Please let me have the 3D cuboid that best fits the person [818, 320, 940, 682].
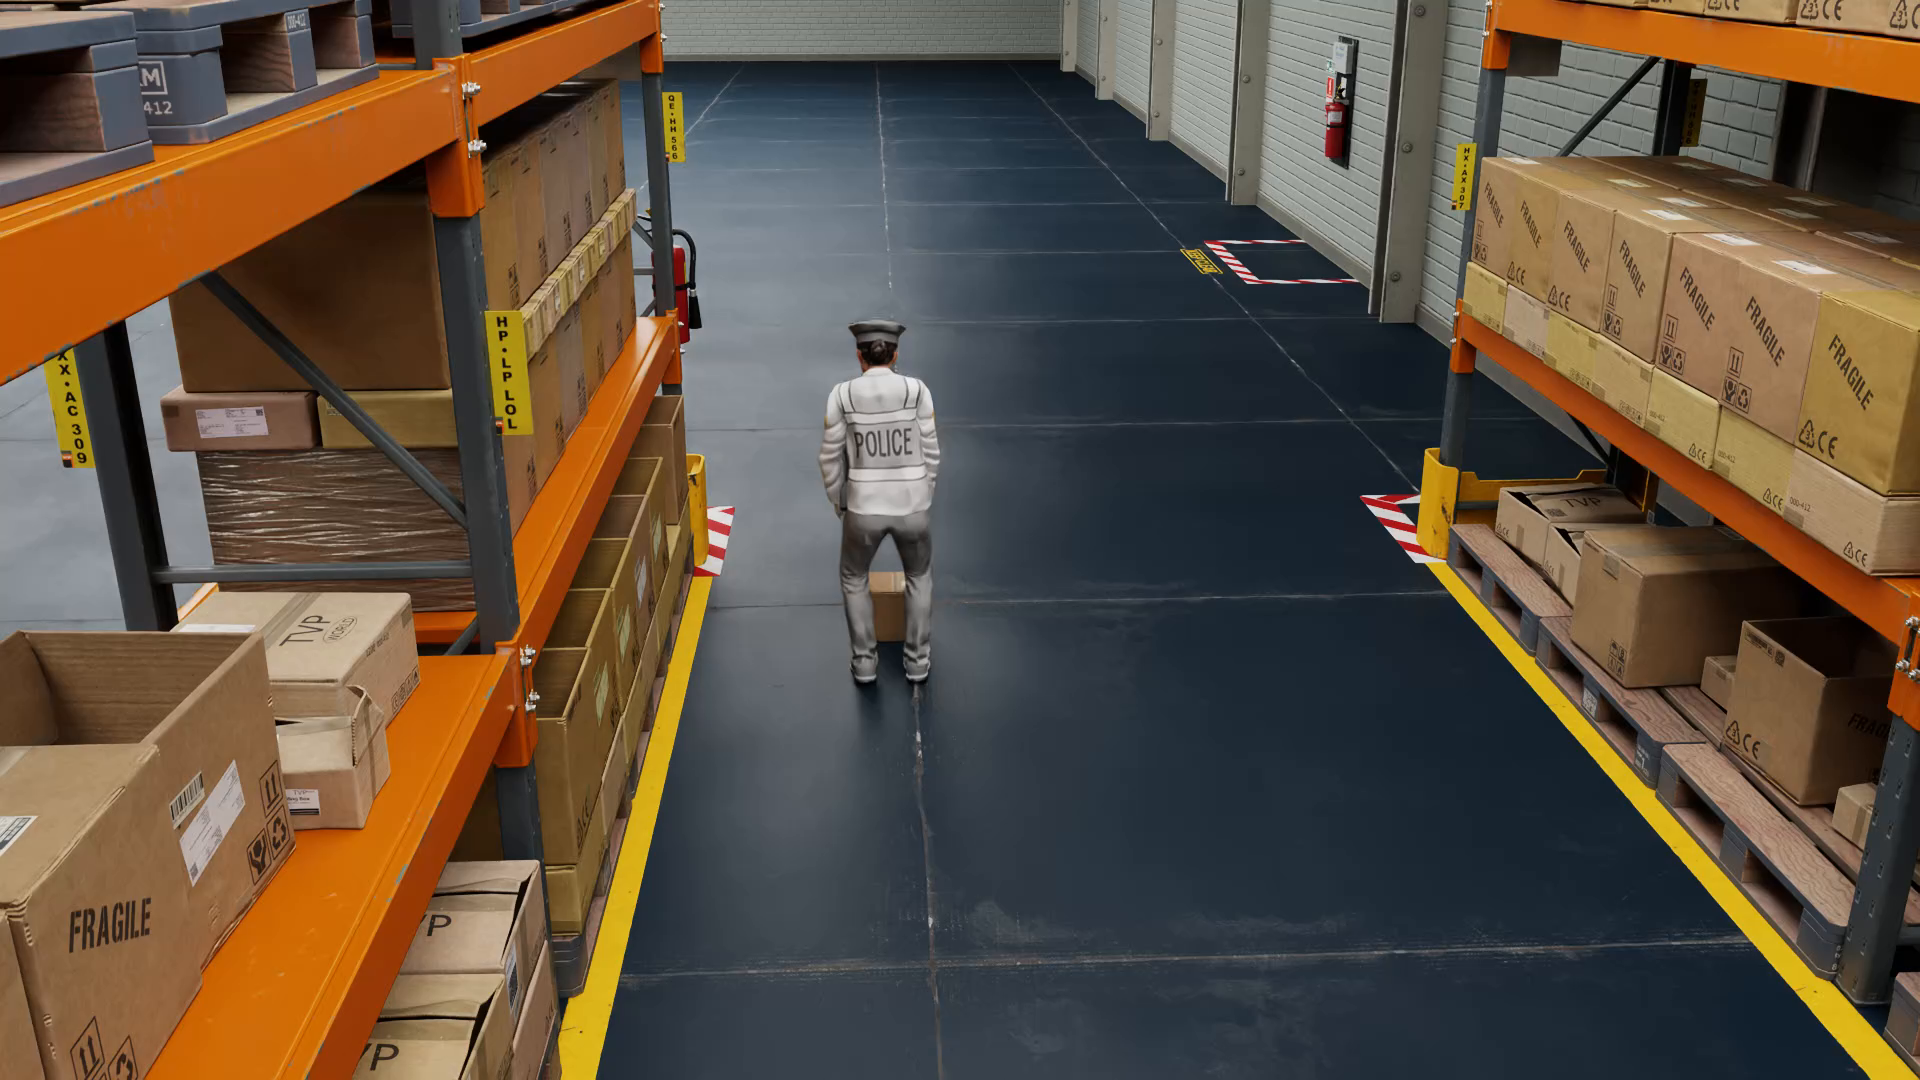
[{"bbox_3d":[-0.341,-0.148,7.116,0.516,1.576,0.526,-1,21,-2],"label":"person"}]
